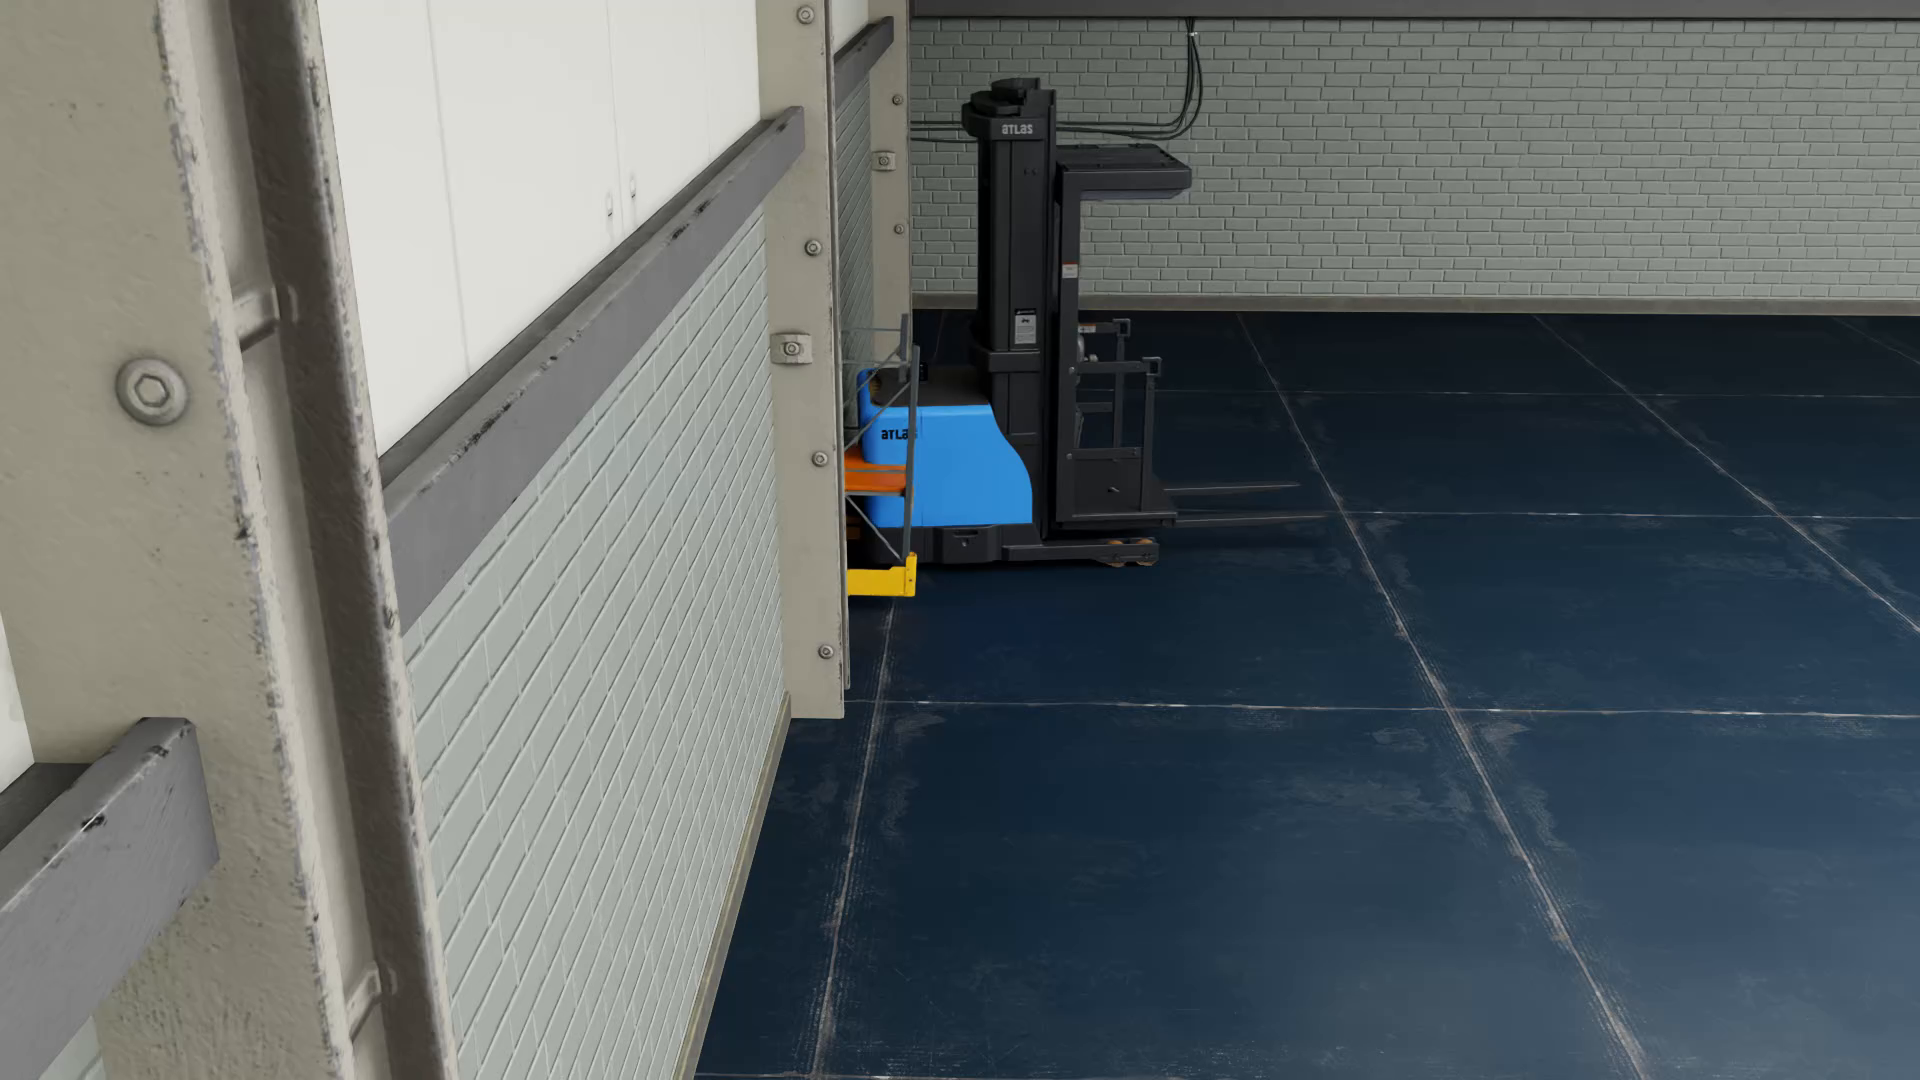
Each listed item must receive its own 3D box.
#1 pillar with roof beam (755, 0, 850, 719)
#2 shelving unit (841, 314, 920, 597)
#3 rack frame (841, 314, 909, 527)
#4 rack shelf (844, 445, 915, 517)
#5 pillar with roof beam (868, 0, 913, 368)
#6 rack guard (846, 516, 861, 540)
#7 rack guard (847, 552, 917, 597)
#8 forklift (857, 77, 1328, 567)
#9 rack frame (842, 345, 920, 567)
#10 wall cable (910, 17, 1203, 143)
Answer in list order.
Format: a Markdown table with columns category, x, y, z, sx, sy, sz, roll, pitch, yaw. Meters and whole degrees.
| category | x | y | z | sx | sy | sz | roll | pitch | yaw |
| --- | --- | --- | --- | --- | --- | --- | --- | --- | --- |
| pillar with roof beam | 3.548 | -3.294 | 7.079 | 9.100 | 9.000 | 0.400 | 1 | 21 | 2 |
| shelving unit | -0.567 | -0.550 | 10.144 | 0.587 | 1.500 | 1.083 | 2 | 18 | -6 |
| rack frame | -0.615 | -0.709 | 10.634 | 0.500 | 1.500 | 0.032 | 2 | 18 | -6 |
| rack shelf | -0.578 | -0.382 | 10.207 | 0.538 | 0.185 | 1.000 | 2 | 18 | -6 |
| pillar with roof beam | 3.730 | -5.463 | 12.670 | 9.100 | 9.000 | 0.400 | 1 | 21 | 2 |
| rack guard | -0.650 | -0.109 | 10.804 | 0.587 | 0.250 | 0.087 | 2 | 18 | -6 |
| rack guard | -0.557 | 0.197 | 9.861 | 0.587 | 0.250 | 0.087 | 2 | 18 | -6 |
| forklift | 0.855 | -1.383 | 10.542 | 3.031 | 2.935 | 1.130 | -2 | 21 | -5 |
| rack frame | -0.520 | -0.397 | 9.671 | 0.500 | 1.500 | 0.032 | 2 | 18 | -6 |
| wall cable | 0.839 | -5.114 | 16.061 | 3.097 | 2.526 | 0.112 | 1 | 21 | 2 |
